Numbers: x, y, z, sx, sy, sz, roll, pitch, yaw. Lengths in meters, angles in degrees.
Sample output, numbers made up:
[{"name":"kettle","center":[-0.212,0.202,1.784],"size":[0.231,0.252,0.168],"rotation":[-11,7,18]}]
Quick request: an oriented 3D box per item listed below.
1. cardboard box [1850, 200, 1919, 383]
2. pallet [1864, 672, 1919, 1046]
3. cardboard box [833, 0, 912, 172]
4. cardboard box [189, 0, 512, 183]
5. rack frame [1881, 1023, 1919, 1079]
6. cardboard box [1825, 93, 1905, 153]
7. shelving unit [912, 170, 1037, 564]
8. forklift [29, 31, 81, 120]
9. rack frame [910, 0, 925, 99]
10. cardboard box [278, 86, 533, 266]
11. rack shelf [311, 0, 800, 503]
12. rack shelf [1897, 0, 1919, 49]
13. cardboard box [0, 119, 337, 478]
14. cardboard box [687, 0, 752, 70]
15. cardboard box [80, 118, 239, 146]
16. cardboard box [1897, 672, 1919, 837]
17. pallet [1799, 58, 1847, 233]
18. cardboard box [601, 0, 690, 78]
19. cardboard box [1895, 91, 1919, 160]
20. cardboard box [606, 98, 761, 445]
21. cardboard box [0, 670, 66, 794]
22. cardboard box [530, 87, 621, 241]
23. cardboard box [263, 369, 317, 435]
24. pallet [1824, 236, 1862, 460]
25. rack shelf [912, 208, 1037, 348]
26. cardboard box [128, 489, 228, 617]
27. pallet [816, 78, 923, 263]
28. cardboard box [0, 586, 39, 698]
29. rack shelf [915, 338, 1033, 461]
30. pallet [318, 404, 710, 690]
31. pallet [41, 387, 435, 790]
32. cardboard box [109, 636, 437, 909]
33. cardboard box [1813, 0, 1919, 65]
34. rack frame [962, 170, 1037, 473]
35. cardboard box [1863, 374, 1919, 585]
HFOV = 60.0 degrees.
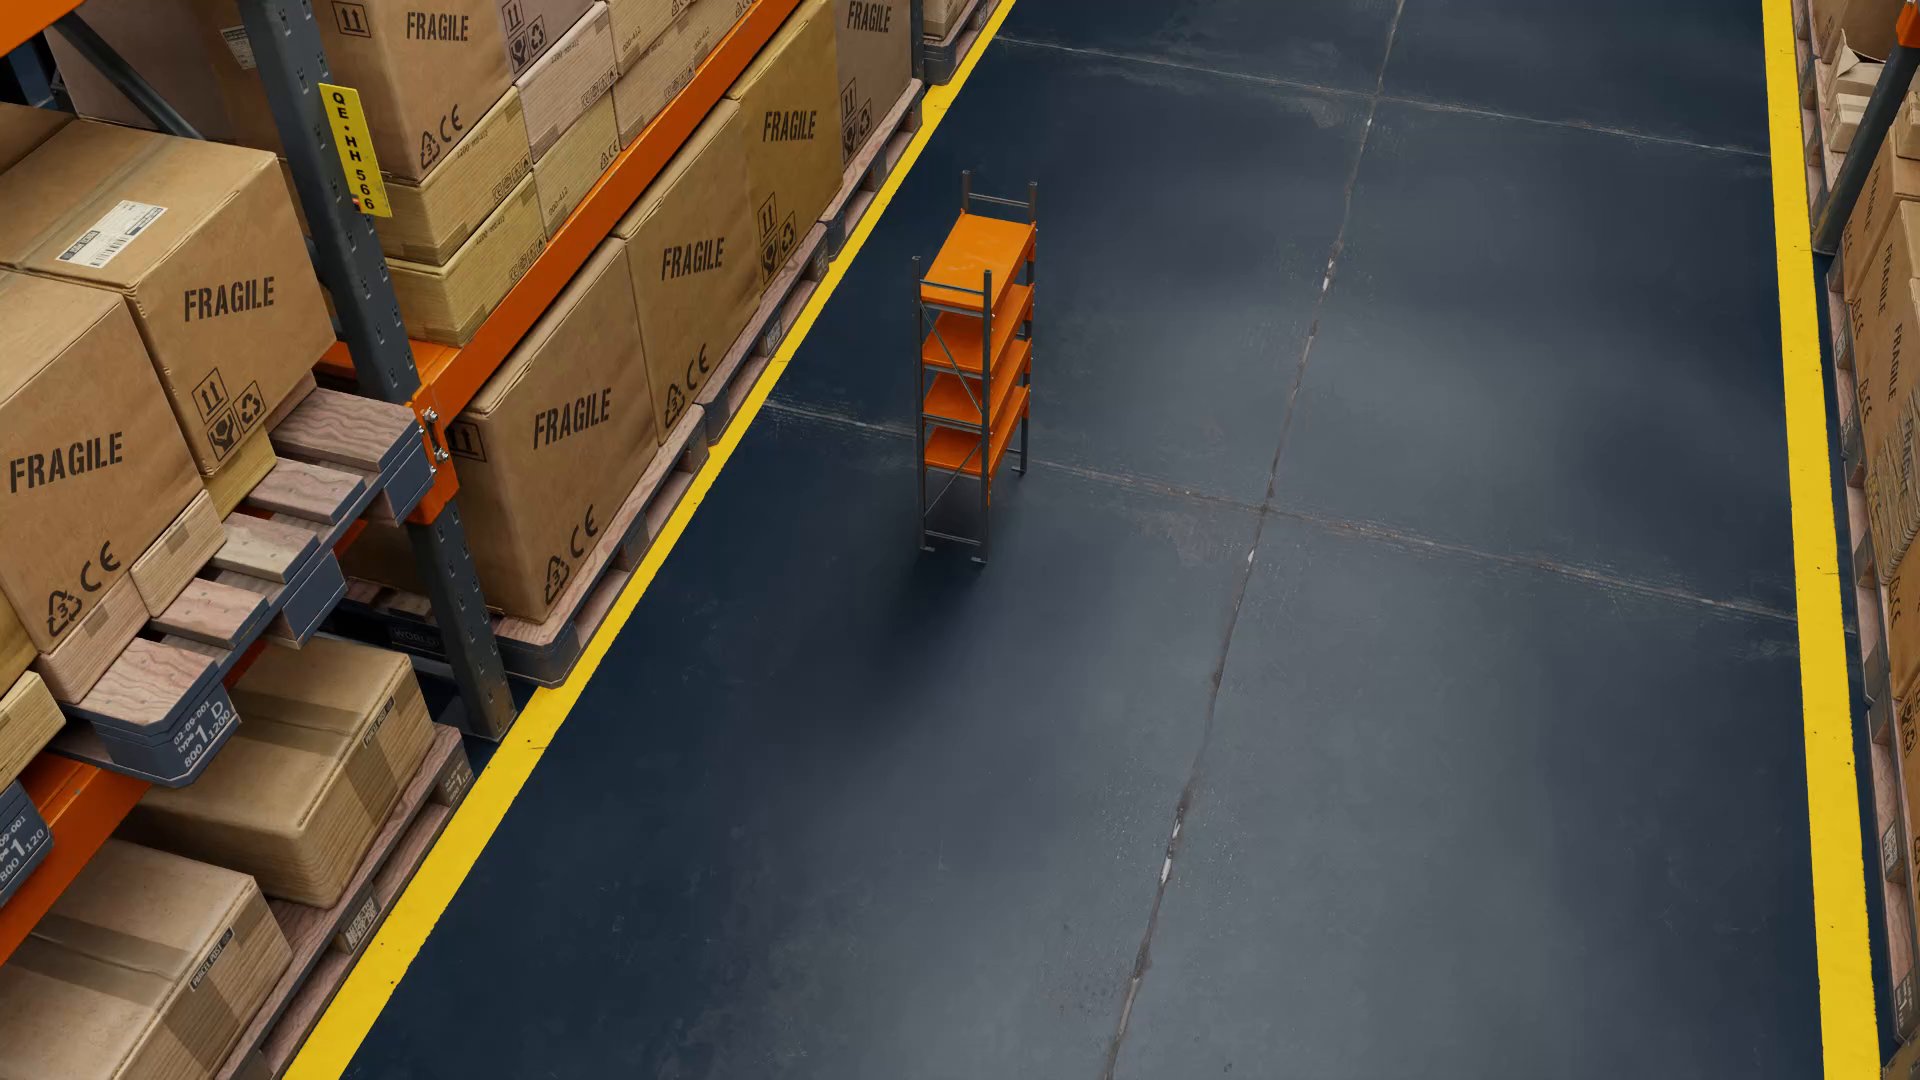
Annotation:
[{"name":"cardboard box","center":[3.557,-0.833,5.943],"size":[0.500,0.500,0.500],"rotation":[12,46,12]},{"name":"pallet","center":[3.121,0.966,4.612],"size":[1.003,0.211,1.213],"rotation":[13,46,13]},{"name":"cardboard box","center":[-0.774,-2.217,7.090],"size":[0.875,0.875,0.875],"rotation":[14,46,14]},{"name":"cardboard box","center":[-1.491,-1.260,4.107],"size":[0.500,0.500,0.500],"rotation":[11,45,11]},{"name":"rack frame","center":[2.858,0.458,3.137],"size":[1.000,3.000,0.127],"rotation":[13,46,13]},{"name":"cardboard box","center":[3.959,-1.772,7.155],"size":[0.380,0.149,0.250],"rotation":[11,45,11]},{"name":"shelving unit","center":[0.050,-0.539,5.443],"size":[0.258,1.200,0.503],"rotation":[13,46,13]},{"name":"forklift","center":[-2.898,-1.800,5.494],"size":[1.130,2.935,3.031],"rotation":[12,46,12]},{"name":"rack frame","center":[-0.662,-3.257,6.933],"size":[1.000,3.000,0.127],"rotation":[13,46,13]},{"name":"cardboard box","center":[-1.485,-1.001,4.378],"size":[0.500,0.250,0.500],"rotation":[12,46,12]},{"name":"rack shelf","center":[-1.268,-1.666,5.823],"size":[1.077,0.370,4.000],"rotation":[13,46,13]},{"name":"rack shelf","center":[3.464,-0.618,4.751],"size":[1.077,0.370,4.000],"rotation":[13,46,13]},{"name":"cardboard box","center":[-1.746,-0.521,3.553],"size":[0.500,0.500,0.500],"rotation":[11,46,11]},{"name":"cardboard box","center":[-1.036,-1.834,5.587],"size":[0.500,0.250,0.500],"rotation":[13,46,13]},{"name":"cardboard box","center":[-1.969,-1.092,4.471],"size":[0.500,0.250,0.500],"rotation":[12,46,12]},{"name":"cardboard box","center":[2.943,0.543,4.537],"size":[0.500,0.500,0.500],"rotation":[12,46,12]},{"name":"pallet","center":[4.279,-1.669,7.304],"size":[1.003,0.211,1.213],"rotation":[13,46,13]},{"name":"cardboard box","center":[-1.164,-1.675,5.067],"size":[0.500,0.250,0.500],"rotation":[12,46,12]},{"name":"cardboard box","center":[3.707,-1.513,6.175],"size":[0.380,0.149,0.250],"rotation":[15,46,14]},{"name":"cardboard box","center":[-1.311,-1.017,5.864],"size":[0.875,0.875,0.875],"rotation":[13,46,13]},{"name":"cardboard box","center":[-1.948,0.342,3.135],"size":[0.380,0.149,0.250],"rotation":[13,46,13]},{"name":"cardboard box","center":[-1.347,-1.156,4.894],"size":[0.500,0.250,0.500],"rotation":[11,46,11]},{"name":"cardboard box","center":[-1.748,-0.382,3.875],"size":[0.380,0.149,0.250],"rotation":[14,46,14]},{"name":"pallet","center":[3.859,-0.661,6.275],"size":[1.003,0.211,1.213],"rotation":[13,46,13]},{"name":"rack shelf","center":[0.050,-0.820,5.168],"size":[0.258,0.148,0.480],"rotation":[13,46,13]},{"name":"cardboard box","center":[-1.794,-0.011,3.496],"size":[0.380,0.149,0.250],"rotation":[12,46,12]},{"name":"pallet","center":[-0.824,-1.730,7.367],"size":[1.003,0.211,1.213],"rotation":[13,46,13]},{"name":"cardboard box","center":[-2.044,0.163,2.854],"size":[0.500,0.500,0.500],"rotation":[10,45,10]},{"name":"rack shelf","center":[0.050,-0.491,5.490],"size":[0.258,0.148,0.480],"rotation":[13,46,13]},{"name":"pallet","center":[-1.563,-0.103,5.705],"size":[1.003,0.211,1.213],"rotation":[13,46,13]},{"name":"pallet","center":[-1.988,-0.024,3.767],"size":[1.213,0.211,1.003],"rotation":[13,46,13]},{"name":"cardboard box","center":[-2.054,0.573,4.598],"size":[0.950,0.372,0.625],"rotation":[10,45,10]},{"name":"cardboard box","center":[4.395,-2.490,7.636],"size":[0.700,0.500,0.500],"rotation":[11,45,11]},{"name":"rack frame","center":[0.124,-0.702,5.609],"size":[0.240,1.200,0.015],"rotation":[13,46,13]},{"name":"cardboard box","center":[3.239,-0.156,5.252],"size":[0.500,0.500,0.500],"rotation":[11,45,11]}]
